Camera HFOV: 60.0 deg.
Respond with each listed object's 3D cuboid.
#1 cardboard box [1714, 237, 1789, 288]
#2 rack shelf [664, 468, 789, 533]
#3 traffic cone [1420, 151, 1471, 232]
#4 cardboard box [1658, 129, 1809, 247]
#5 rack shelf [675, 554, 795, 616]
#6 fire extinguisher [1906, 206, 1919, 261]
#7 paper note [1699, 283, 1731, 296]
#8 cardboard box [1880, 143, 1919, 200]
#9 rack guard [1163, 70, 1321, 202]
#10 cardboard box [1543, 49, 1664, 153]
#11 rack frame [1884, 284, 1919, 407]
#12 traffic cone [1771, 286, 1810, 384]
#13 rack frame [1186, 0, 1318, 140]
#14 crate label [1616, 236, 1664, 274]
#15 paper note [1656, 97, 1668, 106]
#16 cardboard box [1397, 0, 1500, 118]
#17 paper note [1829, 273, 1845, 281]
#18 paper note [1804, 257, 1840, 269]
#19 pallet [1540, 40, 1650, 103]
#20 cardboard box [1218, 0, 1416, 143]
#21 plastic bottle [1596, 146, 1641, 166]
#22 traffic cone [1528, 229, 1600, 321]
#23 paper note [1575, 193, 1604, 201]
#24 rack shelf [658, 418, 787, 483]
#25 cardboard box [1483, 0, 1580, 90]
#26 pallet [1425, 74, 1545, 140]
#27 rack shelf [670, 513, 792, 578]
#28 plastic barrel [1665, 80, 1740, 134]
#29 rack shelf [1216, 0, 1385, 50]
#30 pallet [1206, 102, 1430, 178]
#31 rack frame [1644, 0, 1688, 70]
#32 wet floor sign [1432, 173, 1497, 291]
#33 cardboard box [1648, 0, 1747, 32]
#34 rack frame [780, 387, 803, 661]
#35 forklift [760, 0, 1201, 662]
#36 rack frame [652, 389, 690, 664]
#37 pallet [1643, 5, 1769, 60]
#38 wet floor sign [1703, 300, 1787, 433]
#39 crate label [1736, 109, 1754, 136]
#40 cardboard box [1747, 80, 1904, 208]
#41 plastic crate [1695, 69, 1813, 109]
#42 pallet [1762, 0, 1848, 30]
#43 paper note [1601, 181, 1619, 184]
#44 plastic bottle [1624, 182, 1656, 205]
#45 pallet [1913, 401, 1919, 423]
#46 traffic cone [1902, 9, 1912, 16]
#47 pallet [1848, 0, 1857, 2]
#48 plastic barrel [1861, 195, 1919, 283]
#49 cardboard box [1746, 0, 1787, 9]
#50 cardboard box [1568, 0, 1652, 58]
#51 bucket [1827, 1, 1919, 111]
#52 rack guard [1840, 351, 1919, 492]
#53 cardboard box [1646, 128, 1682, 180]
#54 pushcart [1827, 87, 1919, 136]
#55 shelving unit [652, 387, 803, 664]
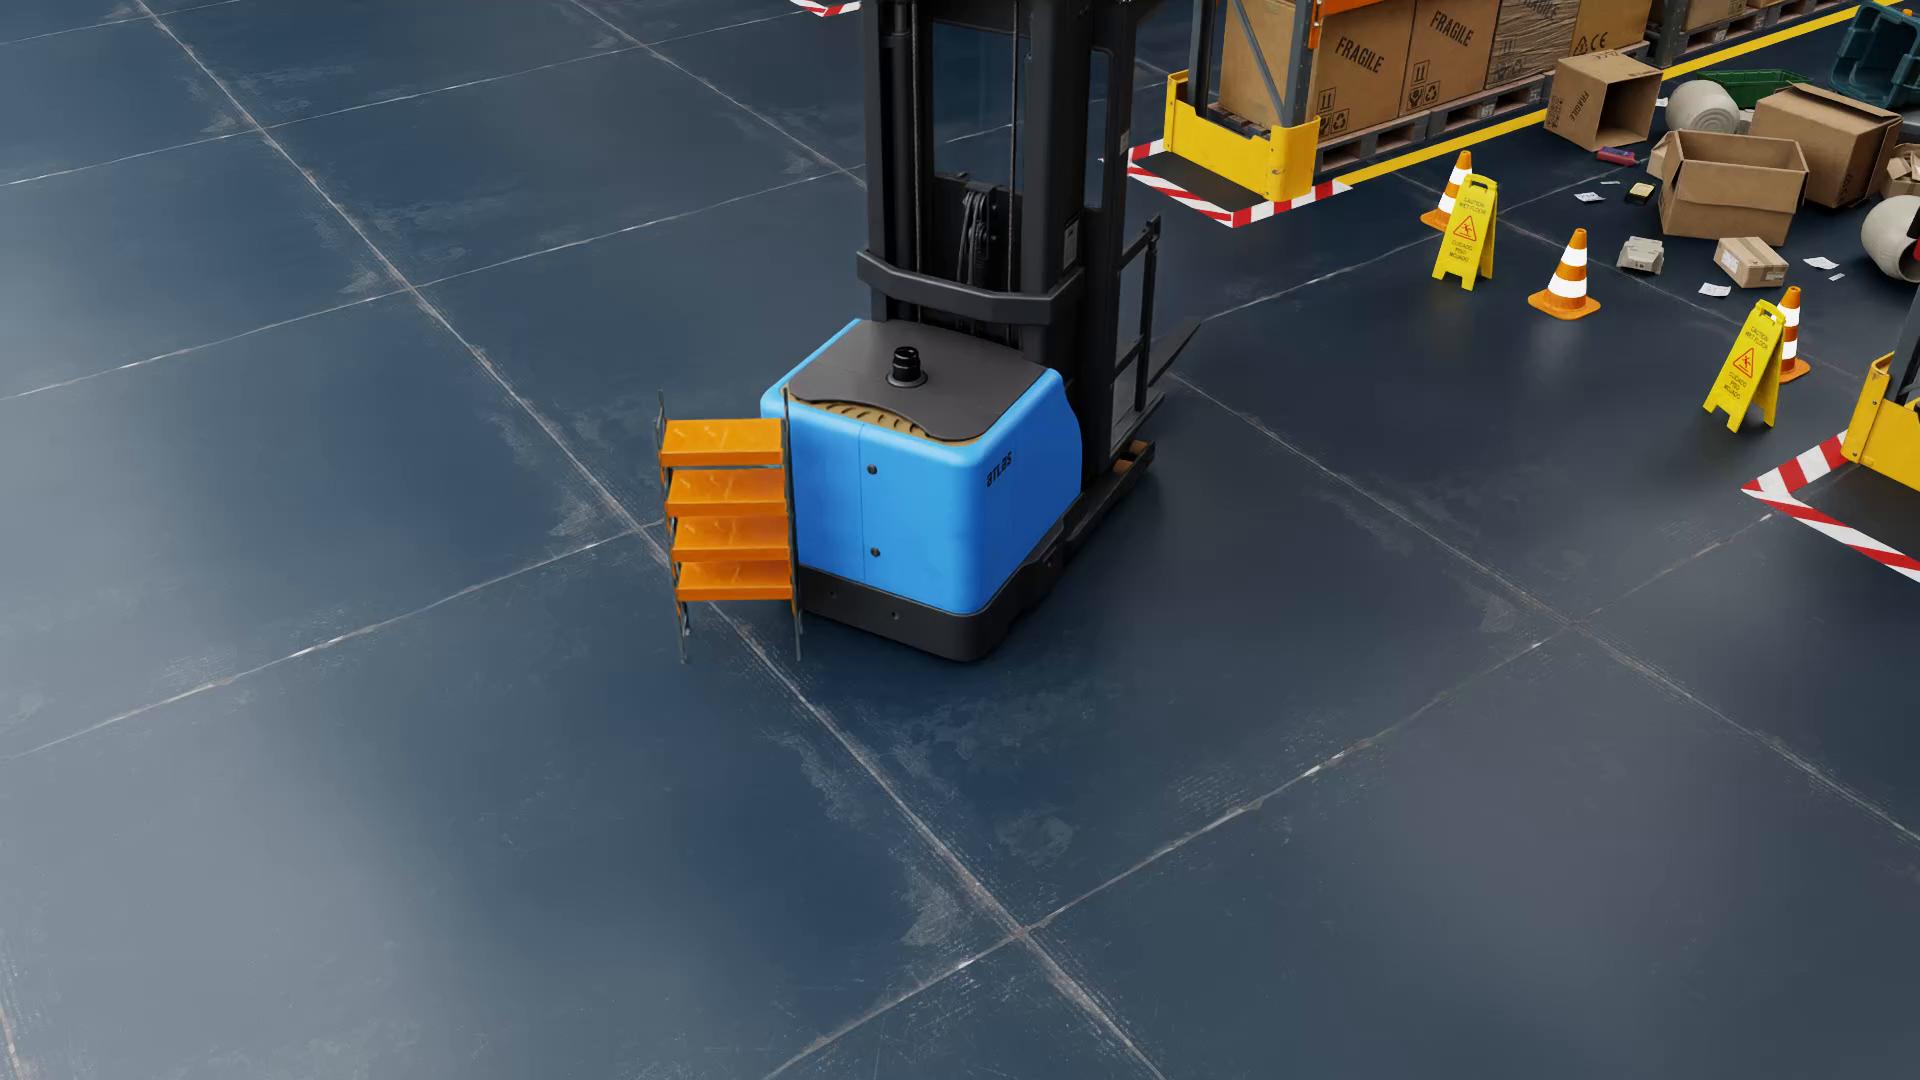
[{"bbox_3d":[4.720,-1.658,9.928,0.250,0.149,0.380,-3,36,-4],"label":"cardboard box"},{"bbox_3d":[-0.927,-0.166,6.683,0.480,0.148,0.258,-1,36,-2],"label":"rack shelf"},{"bbox_3d":[3.131,-2.210,10.427,0.334,0.463,0.336,-22,41,-28],"label":"traffic cone"},{"bbox_3d":[4.791,-2.196,10.373,0.797,0.503,0.637,9,37,12],"label":"cardboard box"},{"bbox_3d":[-0.928,0.177,6.930,0.480,0.148,0.258,-1,36,-2],"label":"rack shelf"},{"bbox_3d":[4.454,-1.561,7.417,0.183,0.674,0.296,-22,41,-28],"label":"fire extinguisher"},{"bbox_3d":[4.439,-1.473,9.772,0.148,0.019,0.142,22,41,28],"label":"paper note"},{"bbox_3d":[6.181,-2.397,10.855,0.258,0.266,0.396,9,37,12],"label":"cardboard box"},{"bbox_3d":[1.860,-2.716,11.099,0.348,0.500,1.175,-22,41,-28],"label":"rack guard"},{"bbox_3d":[4.471,-3.059,11.573,0.500,0.500,0.500,-15,38,-20],"label":"cardboard box"},{"bbox_3d":[4.813,-1.411,7.142,0.127,3.000,1.000,-22,41,-28],"label":"rack frame"},{"bbox_3d":[4.422,-1.141,8.940,0.334,0.463,0.336,-22,41,-28],"label":"traffic cone"},{"bbox_3d":[1.879,-3.739,10.380,0.127,3.000,1.000,-22,41,-28],"label":"rack frame"},{"bbox_3d":[4.111,-1.718,10.022,0.250,0.136,0.298,15,38,20],"label":"crate label"},{"bbox_3d":[5.121,-3.221,12.202,0.147,0.020,0.142,9,37,12],"label":"paper note"},{"bbox_3d":[3.113,-3.604,11.652,0.875,0.875,0.875,-23,42,-29],"label":"cardboard box"},{"bbox_3d":[5.235,-1.571,9.925,0.123,0.001,0.032,-22,41,-28],"label":"paper note"},{"bbox_3d":[5.220,-1.683,10.073,0.142,0.019,0.148,-9,37,-12],"label":"paper note"},{"bbox_3d":[4.482,-3.734,12.761,1.213,0.211,1.003,-22,41,-28],"label":"pallet"},{"bbox_3d":[2.395,-3.307,11.239,0.875,0.875,0.875,-22,41,-28],"label":"cardboard box"},{"bbox_3d":[4.497,-2.607,11.322,0.283,0.061,0.133,22,41,28],"label":"plastic bottle"},{"bbox_3d":[3.504,-1.557,9.518,0.334,0.463,0.336,-22,41,-28],"label":"traffic cone"},{"bbox_3d":[4.105,-2.236,10.835,0.142,0.017,0.144,-9,37,-12],"label":"paper note"},{"bbox_3d":[-0.926,-0.358,6.545,0.480,0.148,0.258,-1,36,-2],"label":"rack shelf"},{"bbox_3d":[3.860,-3.909,12.077,0.875,0.875,0.875,-22,41,-28],"label":"cardboard box"},{"bbox_3d":[3.484,-3.321,12.187,1.213,0.211,1.003,-22,41,-28],"label":"pallet"},{"bbox_3d":[-0.927,0.016,6.814,0.480,0.148,0.258,-1,36,-2],"label":"rack shelf"},{"bbox_3d":[5.105,-2.925,11.454,0.421,0.421,0.512,3,36,4],"label":"plastic barrel"},{"bbox_3d":[3.514,-4.120,11.525,4.000,0.370,1.077,-22,41,-28],"label":"rack shelf"},{"bbox_3d":[2.488,-2.913,11.620,1.213,0.211,1.003,-22,41,-28],"label":"pallet"},{"bbox_3d":[5.149,-5.085,12.251,0.127,3.000,1.000,-22,41,-28],"label":"rack frame"},{"bbox_3d":[2.996,-1.829,9.740,0.267,0.644,0.232,30,45,35],"label":"wet floor sign"},{"bbox_3d":[5.604,-4.594,13.135,0.750,0.750,1.050,-23,41,-28],"label":"cardboard box"},{"bbox_3d":[-0.683,-0.043,6.783,0.015,1.200,0.240,-1,36,-2],"label":"rack frame"},{"bbox_3d":[0.307,-1.527,7.363,1.130,2.935,3.031,17,39,22],"label":"forklift"},{"bbox_3d":[-1.171,-0.034,6.767,0.015,1.200,0.240,-1,36,-2],"label":"rack frame"},{"bbox_3d":[5.736,-4.248,13.476,1.213,0.211,1.003,-22,41,-28],"label":"pallet"},{"bbox_3d":[4.042,-0.902,8.451,0.232,0.644,0.267,-9,37,-12],"label":"wet floor sign"},{"bbox_3d":[5.525,-2.933,11.711,0.298,0.136,0.250,9,37,12],"label":"crate label"},{"bbox_3d":[5.550,-2.570,10.776,0.503,0.637,0.797,-22,41,-28],"label":"cardboard box"},{"bbox_3d":[5.761,-3.283,12.104,0.662,0.188,0.450,-3,26,-4],"label":"plastic crate"},{"bbox_3d":[6.734,-4.661,14.050,1.213,0.211,1.003,-22,41,-28],"label":"pallet"},{"bbox_3d":[4.317,-2.372,11.039,0.123,0.001,0.032,-3,36,-4],"label":"paper note"},{"bbox_3d":[4.451,-2.275,10.860,0.133,0.061,0.283,22,41,28],"label":"plastic bottle"},{"bbox_3d":[5.560,-0.561,8.349,1.213,0.211,1.003,-22,41,-28],"label":"pallet"},{"bbox_3d":[7.115,-3.785,12.617,0.334,0.463,0.336,-22,41,-28],"label":"traffic cone"},{"bbox_3d":[7.730,-5.069,14.617,1.213,0.211,1.003,-22,41,-28],"label":"pallet"},{"bbox_3d":[5.630,-1.782,9.865,0.421,0.421,0.512,3,36,4],"label":"plastic barrel"},{"bbox_3d":[6.395,-4.916,13.584,0.750,0.750,1.050,-22,41,-28],"label":"cardboard box"},{"bbox_3d":[4.594,-4.214,12.501,0.875,0.875,0.875,-22,41,-27],"label":"cardboard box"},{"bbox_3d":[6.366,-3.227,11.169,0.620,0.611,0.726,-1,34,-18],"label":"bucket"},{"bbox_3d":[4.875,-0.421,7.908,0.348,0.500,1.175,-22,41,-28],"label":"rack guard"},{"bbox_3d":[4.805,-2.518,11.023,0.258,0.266,0.396,-15,38,-20],"label":"cardboard box"},{"bbox_3d":[6.729,-2.763,11.268,1.648,0.377,0.936,22,41,28],"label":"pushcart"},{"bbox_3d":[-0.927,-0.039,6.775,0.503,1.200,0.258,-1,36,-2],"label":"shelving unit"}]
